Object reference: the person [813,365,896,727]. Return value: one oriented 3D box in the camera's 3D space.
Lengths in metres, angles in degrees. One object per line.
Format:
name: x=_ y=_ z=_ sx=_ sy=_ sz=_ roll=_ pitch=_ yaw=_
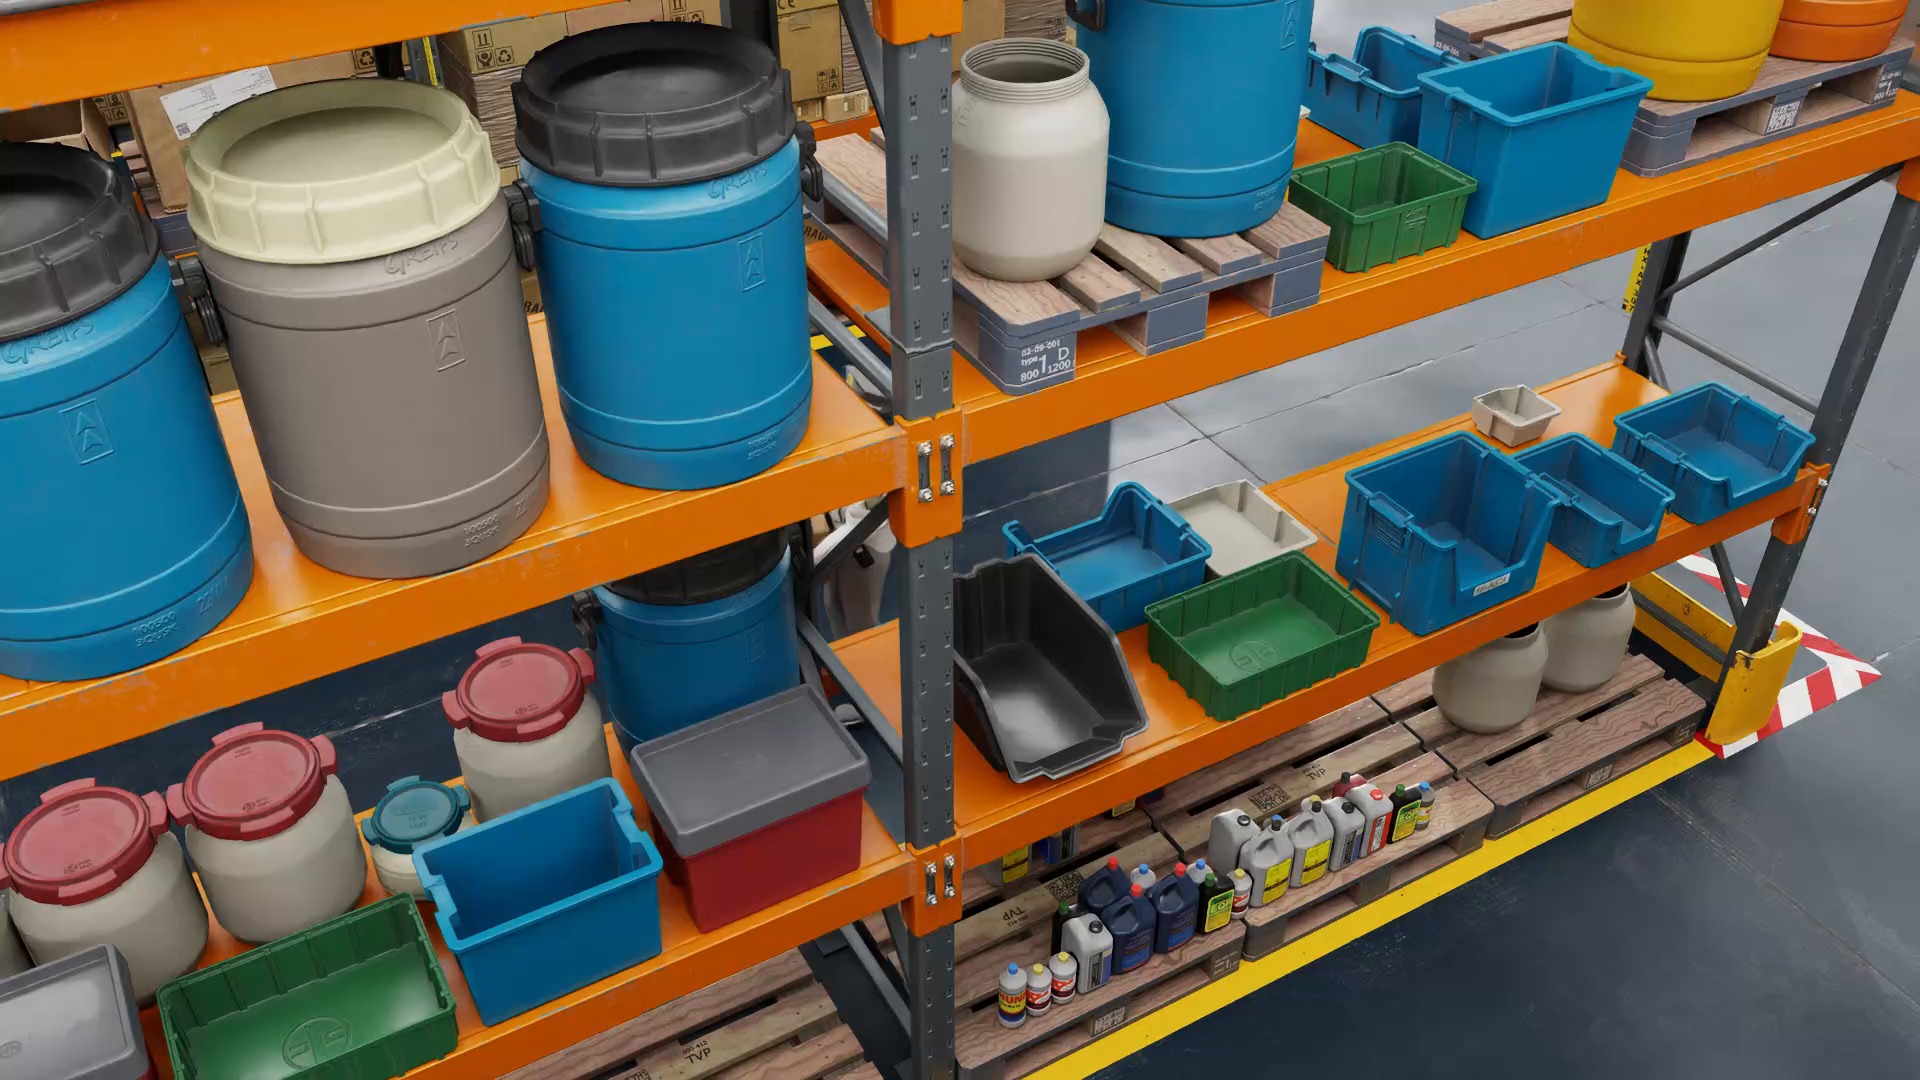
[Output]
person: x=-0.485 y=0.040 z=6.843 sx=0.548 sy=1.699 sz=0.469 roll=-11 pitch=38 yaw=-14
